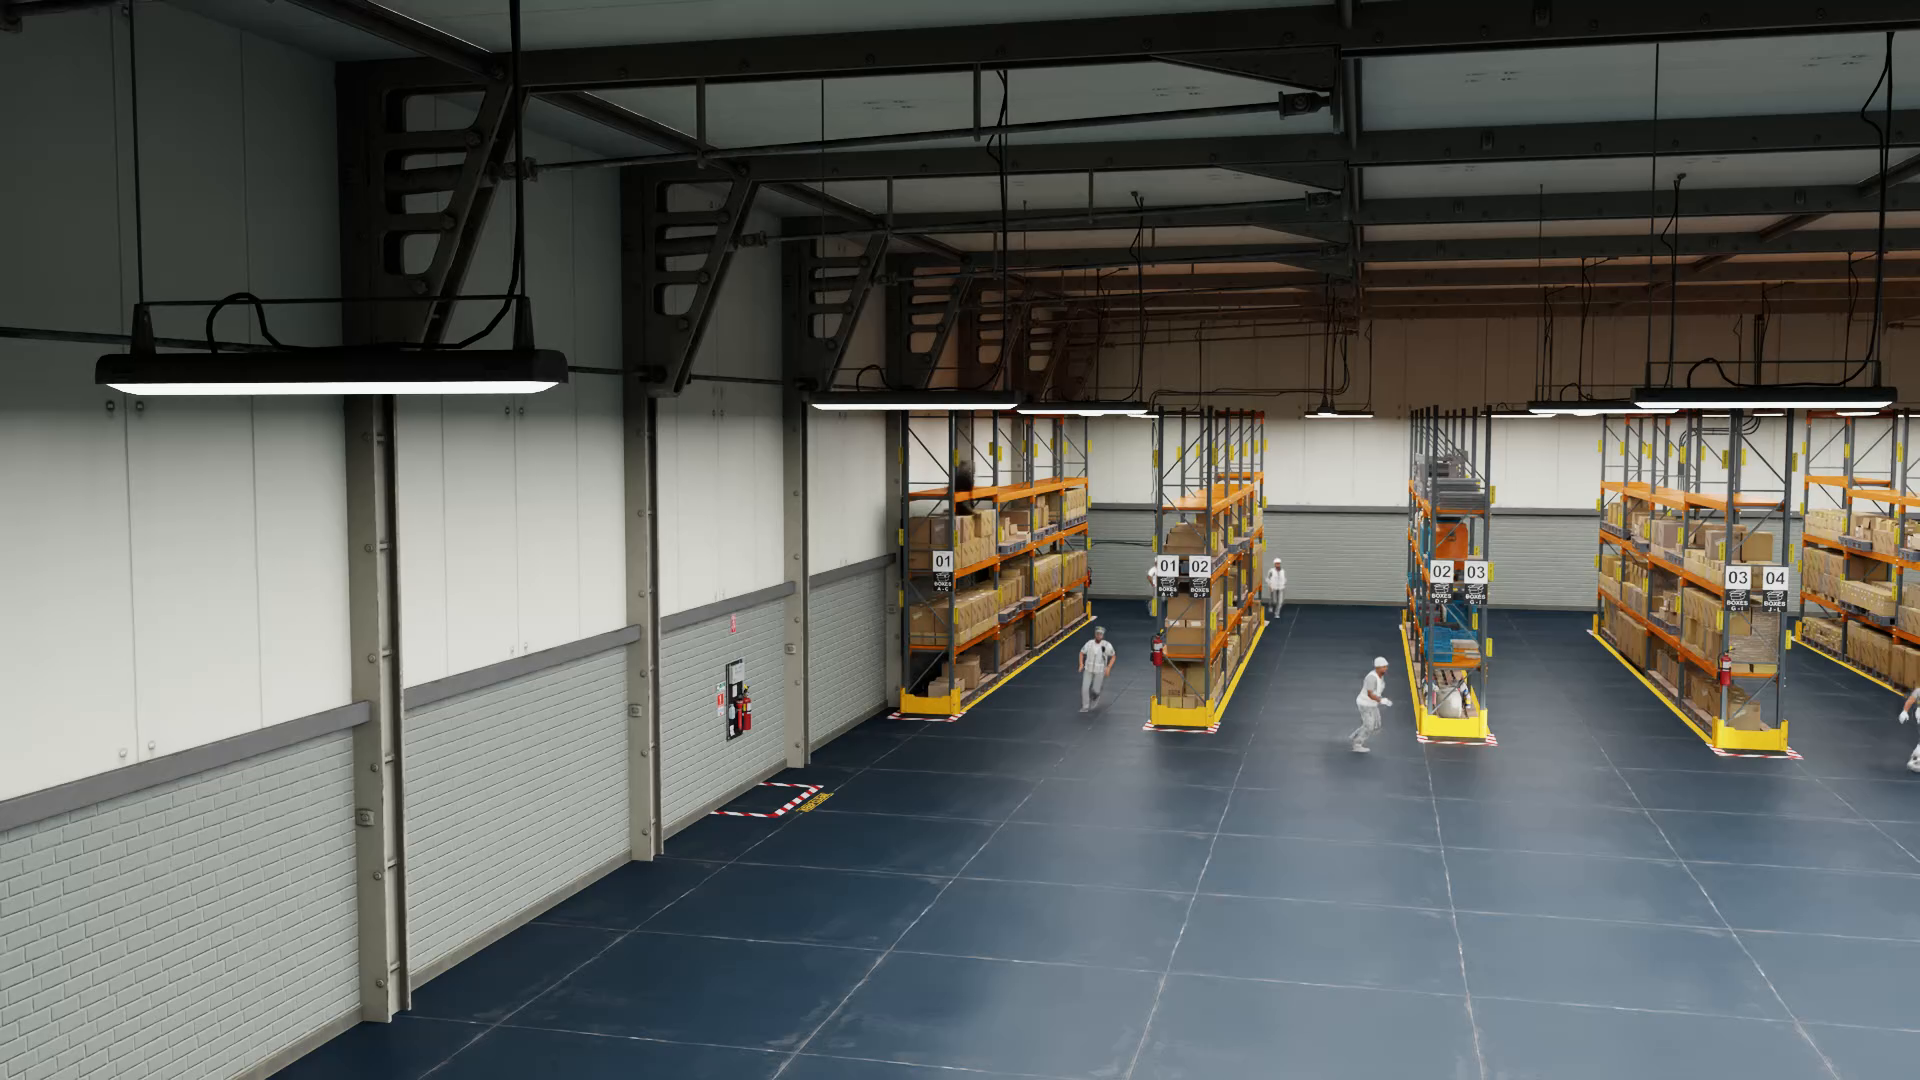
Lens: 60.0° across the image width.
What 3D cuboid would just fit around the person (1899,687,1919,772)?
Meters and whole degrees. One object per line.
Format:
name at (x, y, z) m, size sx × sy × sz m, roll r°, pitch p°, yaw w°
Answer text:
person at (15.702, 2.915, 26.798) m, size 0.627 × 1.733 × 0.823 m, roll -2°, pitch 4°, yaw -24°

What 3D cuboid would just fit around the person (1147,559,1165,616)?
person at (5.801, 1.369, 48.928) m, size 0.515 × 1.693 × 0.751 m, roll 4°, pitch 6°, yaw 44°

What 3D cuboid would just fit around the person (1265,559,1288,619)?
person at (9.197, 1.402, 48.266) m, size 0.657 × 1.734 × 0.686 m, roll 0°, pitch 4°, yaw -4°

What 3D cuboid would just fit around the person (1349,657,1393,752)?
person at (7.074, 2.837, 28.628) m, size 0.794 × 1.676 × 0.695 m, roll 2°, pitch 5°, yaw 30°

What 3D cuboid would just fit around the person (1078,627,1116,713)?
person at (2.659, 2.535, 32.480) m, size 0.715 × 1.703 × 0.540 m, roll 1°, pitch 4°, yaw 15°
